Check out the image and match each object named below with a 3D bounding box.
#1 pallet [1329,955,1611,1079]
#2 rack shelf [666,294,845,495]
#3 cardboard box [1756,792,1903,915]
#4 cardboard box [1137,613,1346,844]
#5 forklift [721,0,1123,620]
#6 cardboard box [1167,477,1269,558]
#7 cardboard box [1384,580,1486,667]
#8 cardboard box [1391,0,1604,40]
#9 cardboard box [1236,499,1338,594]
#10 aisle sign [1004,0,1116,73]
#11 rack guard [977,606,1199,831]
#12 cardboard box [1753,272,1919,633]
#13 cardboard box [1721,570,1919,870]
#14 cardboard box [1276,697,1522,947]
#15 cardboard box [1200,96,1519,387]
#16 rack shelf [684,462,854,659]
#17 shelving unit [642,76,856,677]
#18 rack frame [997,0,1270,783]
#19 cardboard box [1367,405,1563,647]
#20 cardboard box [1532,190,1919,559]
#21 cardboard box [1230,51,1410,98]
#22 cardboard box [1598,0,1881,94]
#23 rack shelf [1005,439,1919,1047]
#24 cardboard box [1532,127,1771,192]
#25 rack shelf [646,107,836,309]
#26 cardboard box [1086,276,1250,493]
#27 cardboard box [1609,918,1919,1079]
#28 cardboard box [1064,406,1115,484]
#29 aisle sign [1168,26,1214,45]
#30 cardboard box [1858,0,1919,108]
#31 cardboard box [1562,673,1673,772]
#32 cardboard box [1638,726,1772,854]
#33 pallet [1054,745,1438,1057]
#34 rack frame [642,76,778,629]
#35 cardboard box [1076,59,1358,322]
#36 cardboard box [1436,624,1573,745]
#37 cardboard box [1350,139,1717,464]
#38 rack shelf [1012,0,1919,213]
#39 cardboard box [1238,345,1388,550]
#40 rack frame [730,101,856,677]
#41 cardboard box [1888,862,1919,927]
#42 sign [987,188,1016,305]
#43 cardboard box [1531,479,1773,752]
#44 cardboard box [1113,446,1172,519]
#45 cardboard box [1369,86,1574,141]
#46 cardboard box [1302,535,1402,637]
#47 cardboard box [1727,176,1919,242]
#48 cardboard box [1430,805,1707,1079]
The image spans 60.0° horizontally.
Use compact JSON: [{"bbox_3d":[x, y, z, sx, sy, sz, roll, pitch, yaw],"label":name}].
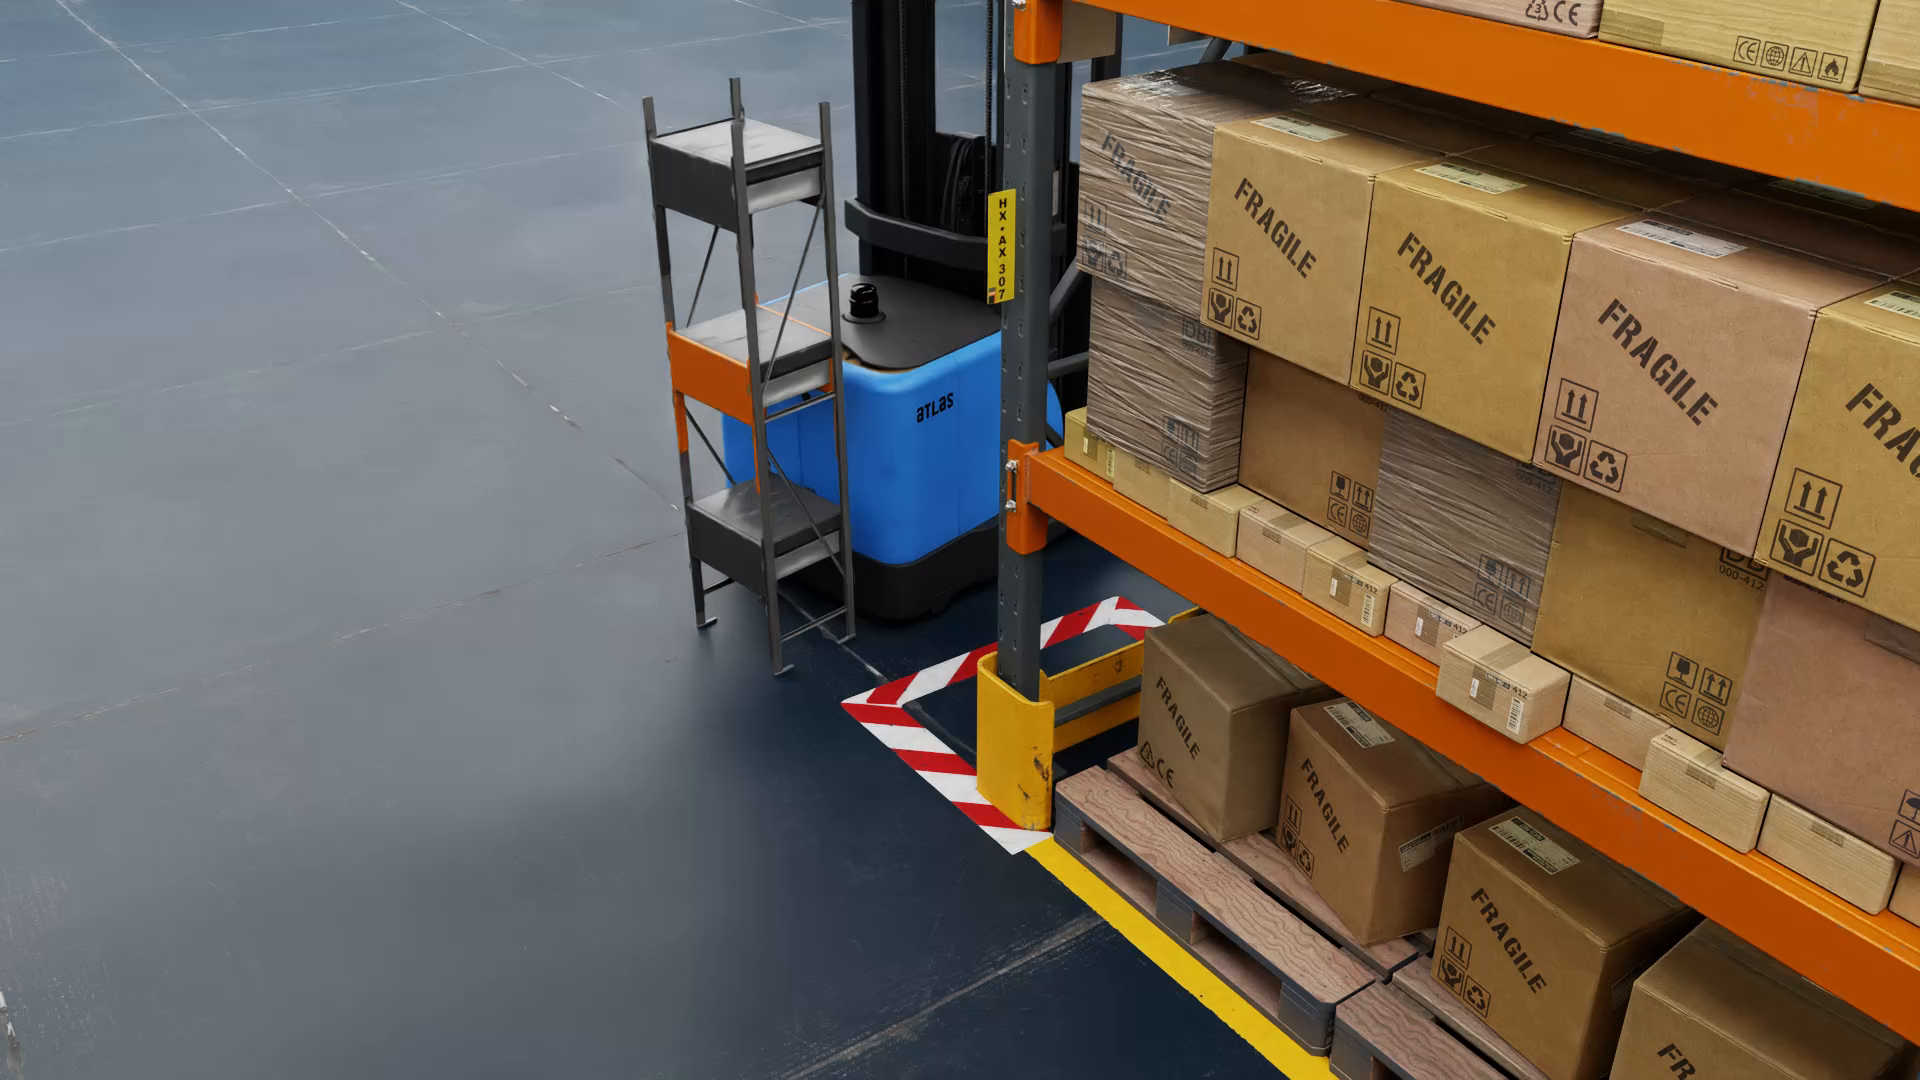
[{"bbox_3d":[1.753,1.450,4.358,1.003,0.211,1.213,-19,34,-31],"label":"pallet"},{"bbox_3d":[-0.739,-0.541,6.067,0.431,0.518,0.480,-26,38,-37],"label":"rack shelf"},{"bbox_3d":[1.834,0.560,3.340,0.380,0.149,0.250,-19,34,-31],"label":"cardboard box"},{"bbox_3d":[0.911,0.557,5.260,0.500,0.500,0.500,-12,31,-22],"label":"cardboard box"},{"bbox_3d":[0.337,-1.605,7.134,1.130,2.935,3.031,22,35,34],"label":"forklift"},{"bbox_3d":[0.796,-0.113,4.578,0.380,0.149,0.250,-19,34,-31],"label":"cardboard box"},{"bbox_3d":[1.265,0.167,4.062,0.380,0.149,0.250,-19,34,-31],"label":"cardboard box"},{"bbox_3d":[1.220,-1.205,3.340,0.500,0.250,0.500,-19,34,-31],"label":"cardboard box"},{"bbox_3d":[0.958,-0.022,4.410,0.380,0.149,0.250,-19,34,-31],"label":"cardboard box"},{"bbox_3d":[0.283,-1.687,4.490,0.394,0.787,0.004,-19,34,-31],"label":"aisle sign"},{"bbox_3d":[0.607,0.524,5.761,1.175,0.500,0.348,-19,34,-31],"label":"rack guard"},{"bbox_3d":[1.818,-0.150,2.920,0.500,0.500,0.500,-19,34,-31],"label":"cardboard box"},{"bbox_3d":[2.039,0.214,3.297,0.875,0.500,0.500,-19,34,-31],"label":"cardboard box"},{"bbox_3d":[1.286,0.780,4.850,0.500,0.500,0.500,-10,30,-18],"label":"cardboard box"},{"bbox_3d":[0.944,-0.732,3.992,0.500,0.500,0.500,-19,34,-31],"label":"cardboard box"},{"bbox_3d":[-0.731,0.071,6.408,0.431,0.518,0.480,-26,38,-37],"label":"rack shelf"},{"bbox_3d":[-0.739,-0.553,6.061,0.431,2.100,0.503,-26,38,-37],"label":"shelving unit"},{"bbox_3d":[0.563,-0.604,5.219,1.000,3.000,0.127,-19,34,-31],"label":"rack frame"},{"bbox_3d":[1.502,-0.190,4.040,0.875,0.500,0.500,-19,34,-31],"label":"cardboard box"},{"bbox_3d":[1.530,-0.346,3.280,0.500,0.500,0.500,-19,34,-31],"label":"cardboard box"},{"bbox_3d":[1.083,-1.073,4.618,0.500,0.500,0.500,-19,34,-31],"label":"cardboard box"},{"bbox_3d":[1.526,-1.004,2.970,0.500,0.250,0.500,-18,33,-29],"label":"cardboard box"},{"bbox_3d":[1.723,0.490,3.959,1.077,0.370,4.000,-19,34,-31],"label":"rack shelf"},{"bbox_3d":[1.666,-0.685,3.904,0.500,0.500,0.500,-19,34,-31],"label":"cardboard box"},{"bbox_3d":[-0.747,-1.153,5.727,0.431,0.518,0.480,-26,38,-37],"label":"rack shelf"},{"bbox_3d":[0.860,-0.557,4.717,0.875,0.500,0.500,-19,34,-31],"label":"cardboard box"},{"bbox_3d":[1.921,1.258,3.969,0.500,0.500,0.500,-22,36,-35],"label":"cardboard box"},{"bbox_3d":[0.534,-0.317,4.954,0.380,0.149,0.250,-19,34,-31],"label":"cardboard box"},{"bbox_3d":[0.771,-1.854,4.796,0.394,0.787,0.004,-19,34,-31],"label":"aisle sign"},{"bbox_3d":[1.812,-0.809,2.610,0.500,0.250,0.500,-19,34,-31],"label":"cardboard box"},{"bbox_3d":[1.578,0.354,3.719,0.380,0.149,0.250,-19,34,-31],"label":"cardboard box"},{"bbox_3d":[1.661,0.472,3.501,0.380,0.149,0.250,-19,34,-31],"label":"cardboard box"},{"bbox_3d":[1.049,0.977,5.231,1.003,0.211,1.213,-19,34,-31],"label":"pallet"},{"bbox_3d":[-0.909,-0.637,6.215,0.400,2.100,0.015,-26,38,-37],"label":"rack frame"},{"bbox_3d":[0.660,-0.929,4.353,0.500,0.500,0.500,-19,34,-31],"label":"cardboard box"},{"bbox_3d":[1.325,0.293,3.830,0.380,0.149,0.250,-19,34,-31],"label":"cardboard box"},{"bbox_3d":[1.235,-0.538,3.634,0.500,0.500,0.500,-19,34,-31],"label":"cardboard box"},{"bbox_3d":[1.723,-0.829,3.243,1.077,0.370,4.000,-19,34,-31],"label":"rack shelf"},{"bbox_3d":[1.247,-0.396,4.420,0.875,0.500,0.500,-19,34,-31],"label":"cardboard box"},{"bbox_3d":[-0.569,-0.469,5.906,0.400,2.100,0.015,-26,38,-37],"label":"rack frame"},{"bbox_3d":[2.012,0.646,3.182,0.380,0.149,0.250,-19,34,-31],"label":"cardboard box"},{"bbox_3d":[0.121,-0.834,4.736,0.100,0.325,0.005,-19,34,-31],"label":"sign"},{"bbox_3d":[1.783,0.008,3.676,0.875,0.500,0.500,-19,34,-31],"label":"cardboard box"},{"bbox_3d":[0.663,-0.214,4.765,0.380,0.149,0.250,-19,34,-31],"label":"cardboard box"},{"bbox_3d":[1.378,-0.880,4.263,0.500,0.500,0.500,-19,34,-31],"label":"cardboard box"},{"bbox_3d":[1.097,0.078,4.227,0.380,0.149,0.250,-19,34,-31],"label":"cardboard box"},{"bbox_3d":[1.949,-0.488,3.542,0.500,0.500,0.500,-19,34,-31],"label":"cardboard box"},{"bbox_3d":[1.634,1.029,4.392,0.500,0.500,0.500,-15,32,-26],"label":"cardboard box"}]
